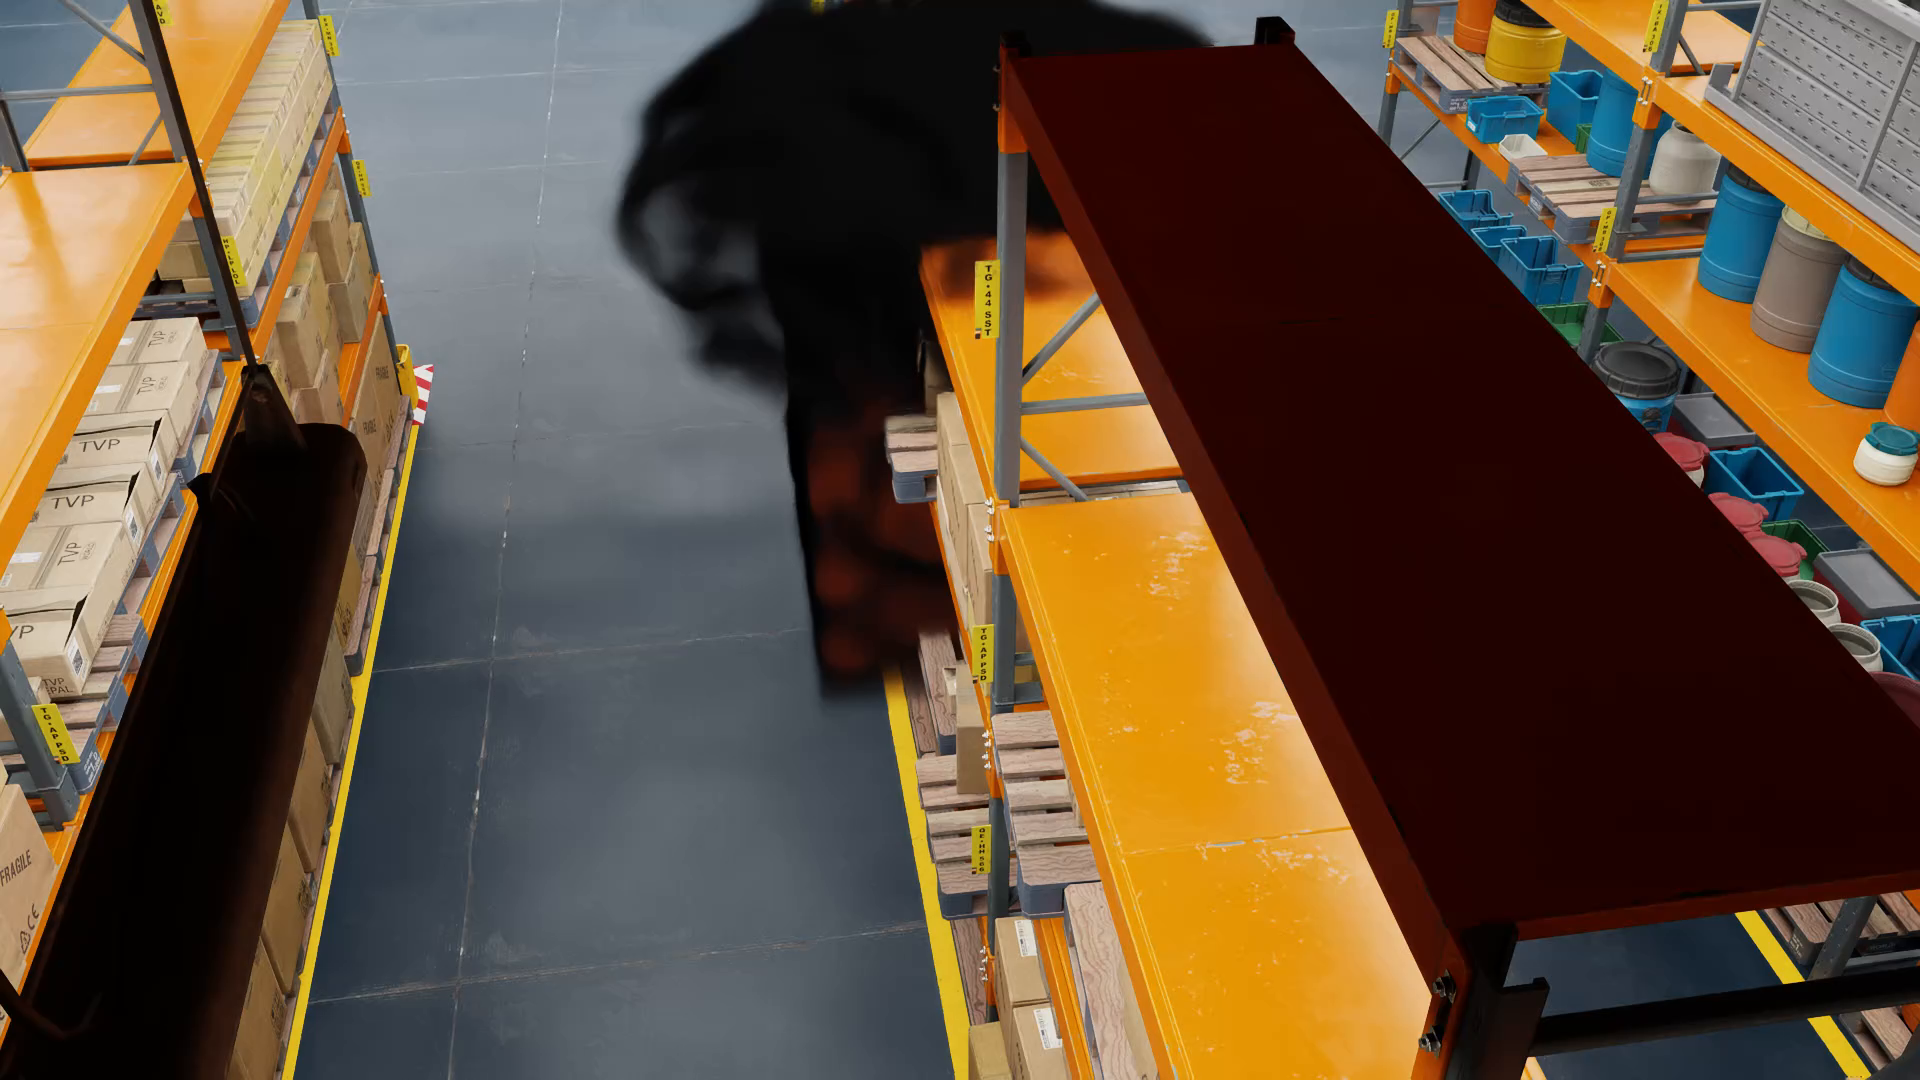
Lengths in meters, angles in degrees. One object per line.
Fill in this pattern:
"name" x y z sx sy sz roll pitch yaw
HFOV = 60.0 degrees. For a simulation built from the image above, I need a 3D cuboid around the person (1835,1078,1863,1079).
"person" 3.894 3.014 7.690 0.659 1.640 0.570 -11 38 -14
